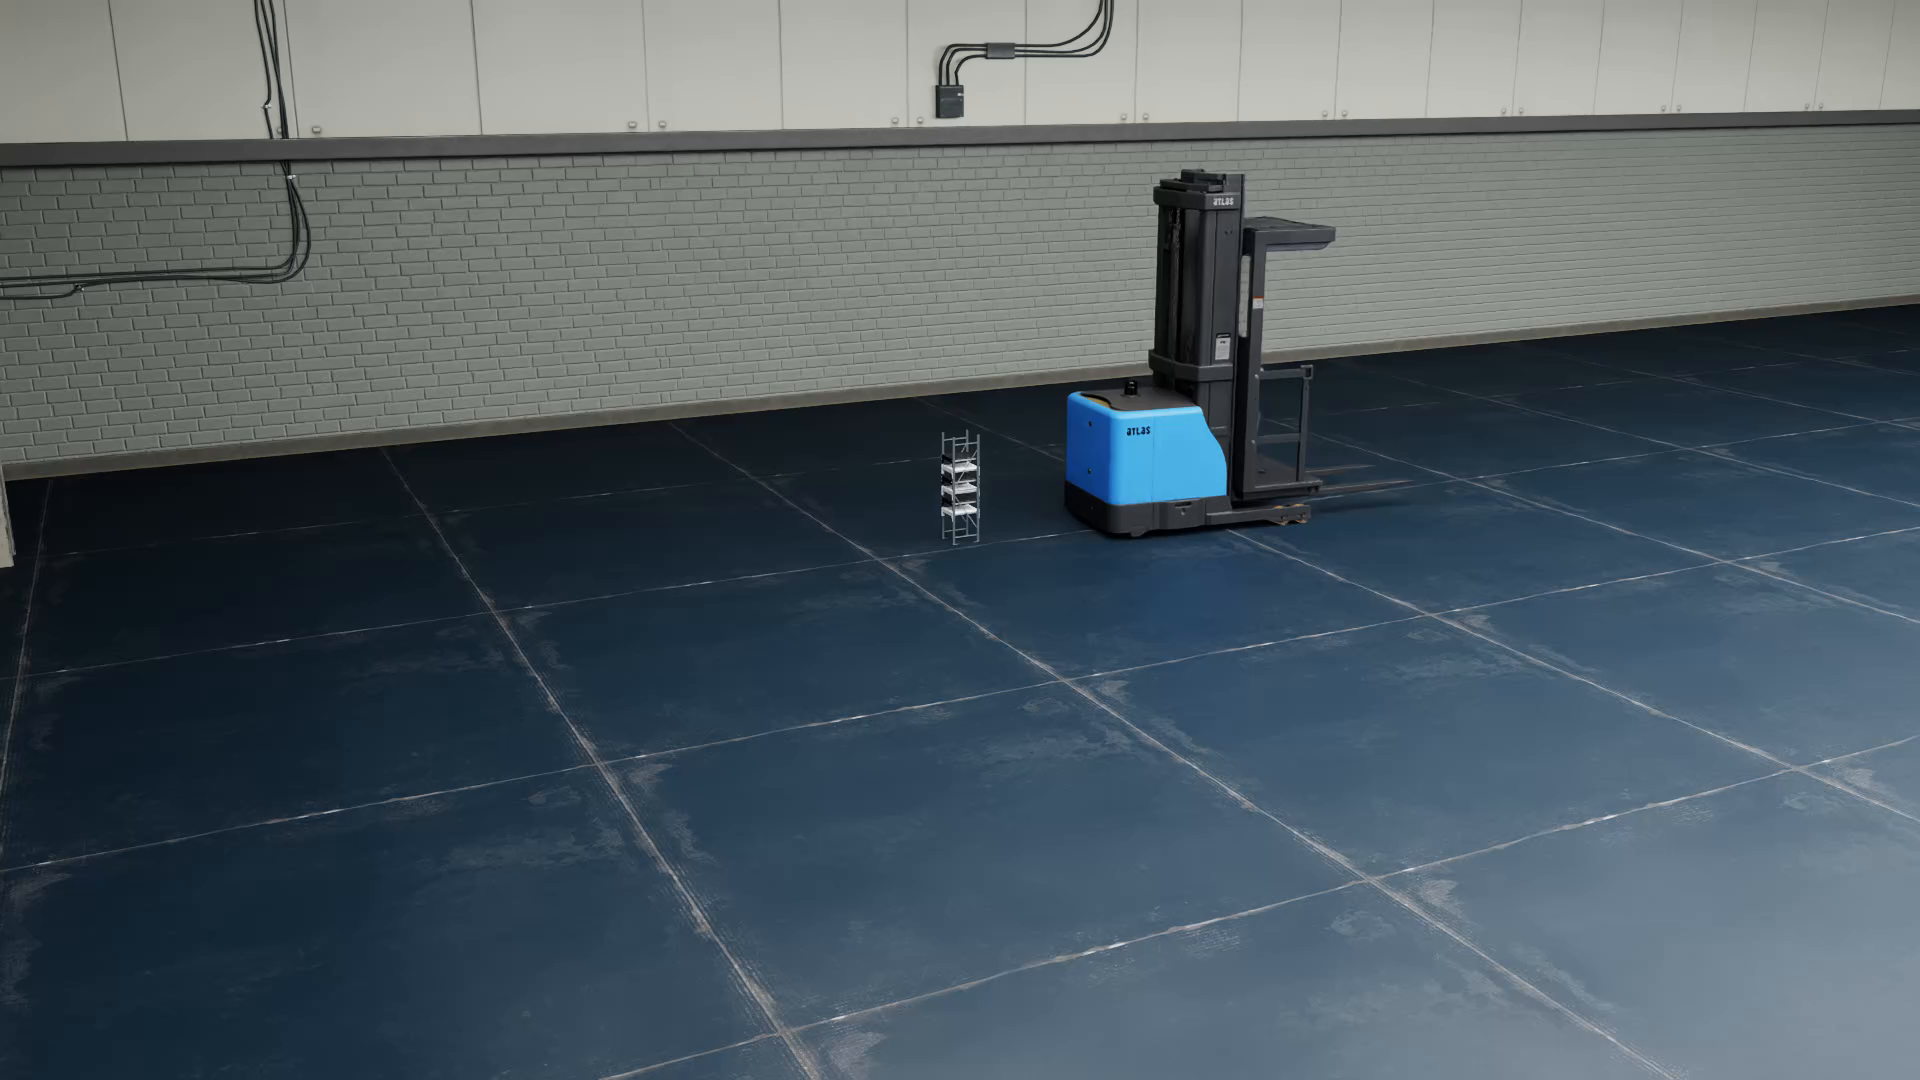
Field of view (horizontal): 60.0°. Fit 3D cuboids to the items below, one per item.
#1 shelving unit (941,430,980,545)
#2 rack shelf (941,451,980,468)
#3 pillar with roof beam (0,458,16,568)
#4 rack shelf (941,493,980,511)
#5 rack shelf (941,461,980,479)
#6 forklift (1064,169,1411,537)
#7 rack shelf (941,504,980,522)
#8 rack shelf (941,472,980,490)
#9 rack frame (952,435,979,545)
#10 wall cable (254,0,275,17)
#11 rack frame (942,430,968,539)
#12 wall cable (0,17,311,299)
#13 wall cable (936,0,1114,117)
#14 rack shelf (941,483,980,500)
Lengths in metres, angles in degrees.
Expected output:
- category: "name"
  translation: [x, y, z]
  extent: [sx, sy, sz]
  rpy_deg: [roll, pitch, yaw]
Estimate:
- category: "shelving unit"
  translation: [0.004, -0.431, 13.620]
  extent: [0.258, 0.900, 0.210]
  rpy_deg: [-8, 18, -25]
- category: "rack shelf"
  translation: [0.004, -0.658, 13.554]
  extent: [0.258, 0.077, 0.200]
  rpy_deg: [-8, 18, -25]
- category: "pillar with roof beam"
  translation: [-3.779, -4.672, 13.716]
  extent: [9.100, 9.000, 0.400]
  rpy_deg: [-8, 18, -25]
- category: "rack shelf"
  translation: [0.004, -0.312, 13.654]
  extent: [0.258, 0.077, 0.200]
  rpy_deg: [-8, 18, -25]
- category: "rack shelf"
  translation: [0.004, -0.572, 13.579]
  extent: [0.258, 0.077, 0.200]
  rpy_deg: [-8, 18, -25]
- category: "forklift"
  translation: [2.481, -1.664, 14.235]
  extent: [3.031, 2.935, 1.130]
  rpy_deg: [-6, 17, -19]
- category: "rack shelf"
  translation: [0.004, -0.225, 13.678]
  extent: [0.258, 0.077, 0.200]
  rpy_deg: [-8, 18, -25]
- category: "rack shelf"
  translation: [0.004, -0.485, 13.604]
  extent: [0.258, 0.077, 0.200]
  rpy_deg: [-8, 18, -25]
- category: "rack frame"
  translation: [0.048, -0.405, 13.532]
  extent: [0.240, 0.900, 0.006]
  rpy_deg: [-8, 18, -25]
- category: "wall cable"
  translation: [-5.319, -6.304, 15.876]
  extent: [3.097, 2.526, 0.112]
  rpy_deg: [-8, 18, -25]
- category: "rack frame"
  translation: [-0.041, -0.456, 13.707]
  extent: [0.240, 0.900, 0.006]
  rpy_deg: [-8, 18, -25]
- category: "wall cable"
  translation: [-7.750, -3.549, 15.434]
  extent: [3.097, 2.526, 0.112]
  rpy_deg: [-8, 18, -25]
- category: "wall cable"
  translation: [0.790, -7.820, 18.520]
  extent: [2.305, 6.003, 0.169]
  rpy_deg: [-8, 18, -25]
- category: "rack shelf"
  translation: [0.004, -0.398, 13.629]
  extent: [0.258, 0.077, 0.200]
  rpy_deg: [-8, 18, -25]
